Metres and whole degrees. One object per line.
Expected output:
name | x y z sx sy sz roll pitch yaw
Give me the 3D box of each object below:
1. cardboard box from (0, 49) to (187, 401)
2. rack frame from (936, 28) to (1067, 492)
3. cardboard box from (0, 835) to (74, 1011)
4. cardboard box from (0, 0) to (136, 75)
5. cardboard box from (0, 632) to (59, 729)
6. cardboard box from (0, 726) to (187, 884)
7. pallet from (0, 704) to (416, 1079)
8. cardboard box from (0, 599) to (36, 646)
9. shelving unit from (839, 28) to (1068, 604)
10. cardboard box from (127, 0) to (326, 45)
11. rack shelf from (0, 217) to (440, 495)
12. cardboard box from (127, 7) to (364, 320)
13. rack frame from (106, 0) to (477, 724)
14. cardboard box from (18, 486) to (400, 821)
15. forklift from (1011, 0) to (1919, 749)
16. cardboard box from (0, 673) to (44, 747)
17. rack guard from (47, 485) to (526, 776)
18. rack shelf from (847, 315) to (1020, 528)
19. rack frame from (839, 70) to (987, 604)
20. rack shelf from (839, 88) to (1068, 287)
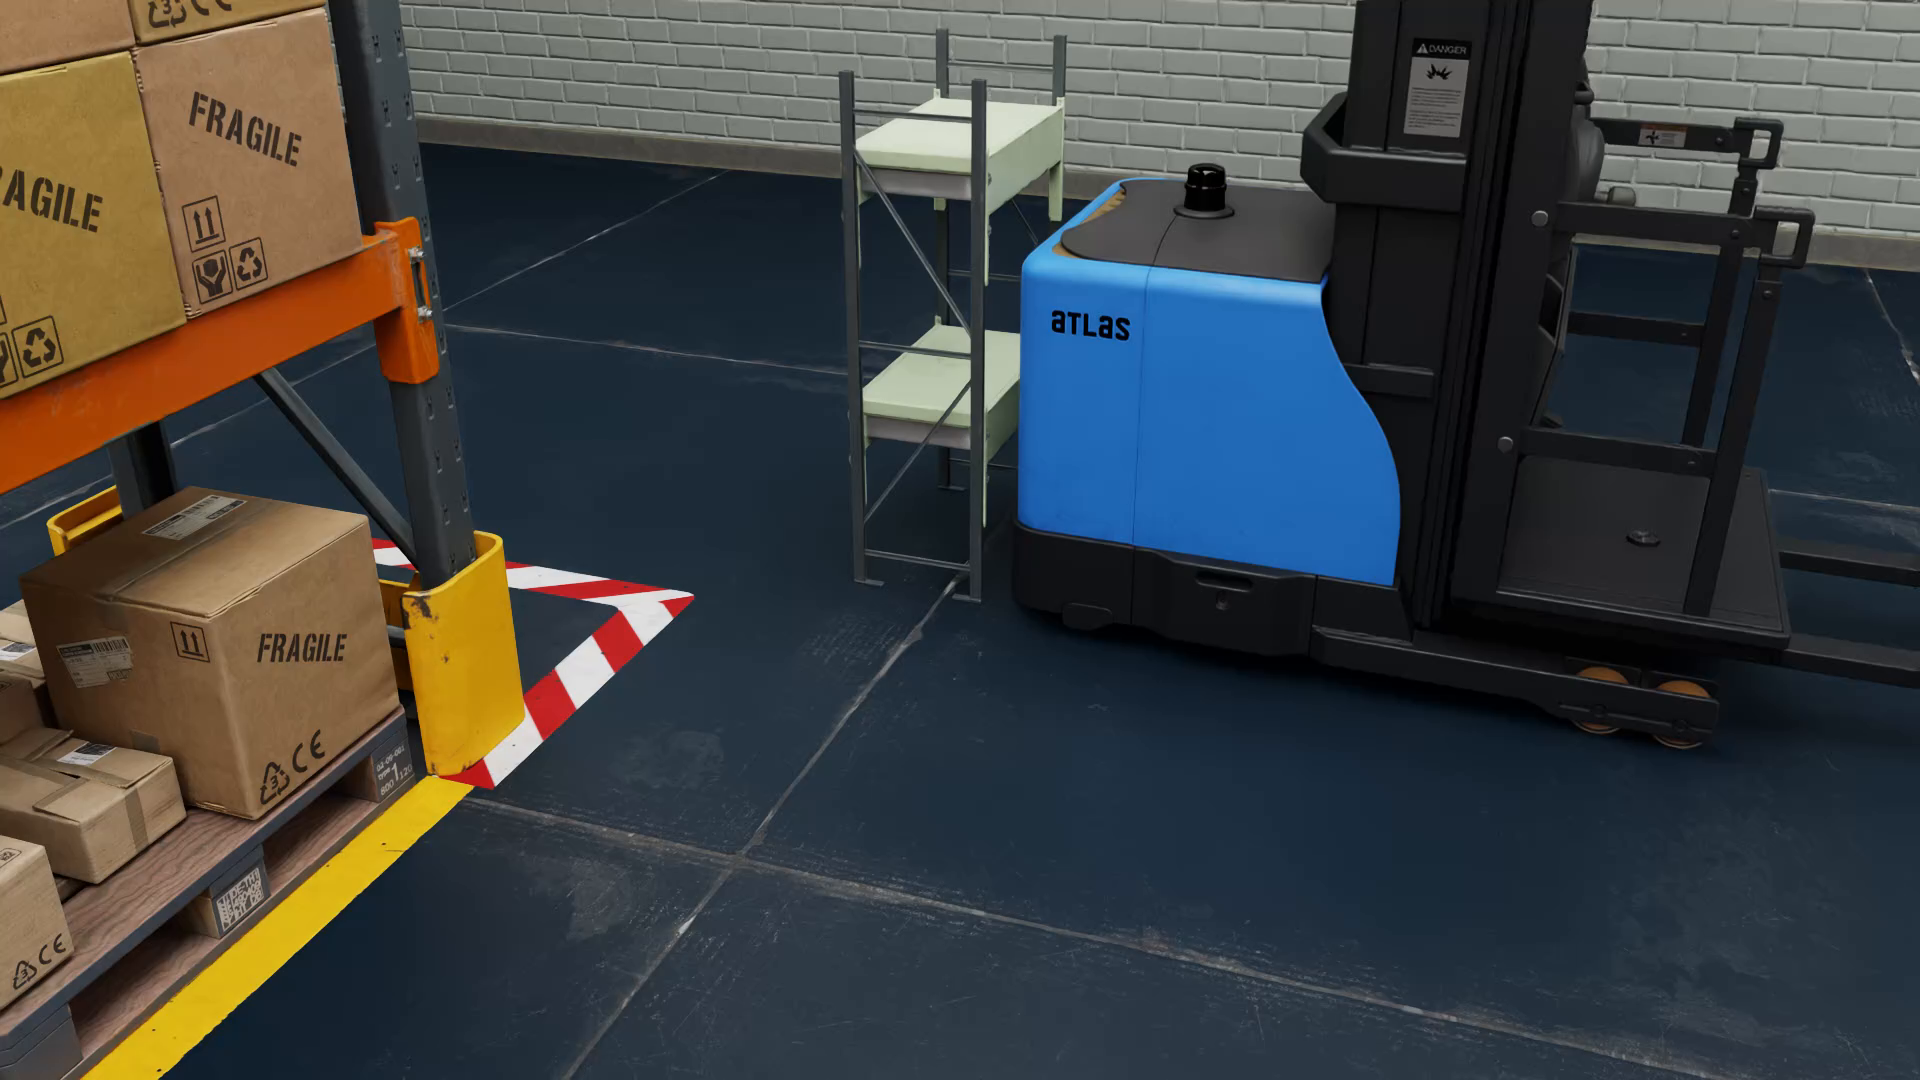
cardboard box | -1.751 -0.560 2.850 0.500 0.500 0.500 9 27 18
rack frame | 0.120 -0.823 5.228 0.400 1.500 0.023 9 27 17
cardboard box | -1.983 0.732 2.946 0.500 0.250 0.500 9 27 17
cardboard box | -1.746 -1.017 2.646 0.500 0.500 0.500 10 27 19
cardboard box | -2.236 0.350 3.832 0.380 0.166 0.250 9 27 17
cardboard box | -1.858 0.537 3.444 0.380 0.166 0.250 9 27 17
pallet | -1.979 0.662 3.641 1.003 0.211 1.213 9 27 17
cardboard box | -2.153 0.255 4.048 0.380 0.149 0.250 9 27 17
shelving unit | -0.002 -0.672 4.917 0.431 1.500 0.755 9 27 17
cardboard box | -1.579 -1.225 3.075 0.500 0.500 0.500 9 27 17
rack shelf | -2.355 0.193 2.234 1.077 0.370 4.000 9 27 17
cardboard box | -1.582 -0.774 3.291 0.500 0.500 0.500 10 27 19
rack frame | -1.690 -0.952 3.775 1.000 3.000 0.127 9 27 17
cardboard box | -1.638 0.234 3.688 0.500 0.500 0.500 9 27 17
forklift | 1.718 -1.058 4.072 3.031 2.935 1.130 9 27 18
cardboard box | -2.305 0.475 3.477 0.500 0.250 0.500 9 27 17
rack guard | -1.715 0.204 4.255 1.175 0.500 0.348 9 27 17
rack shelf | -0.002 -0.379 5.060 0.431 0.370 0.720 9 27 17
rack frame | -0.124 -0.522 4.607 0.400 1.500 0.023 9 27 17
rack shelf | -0.002 -1.024 4.747 0.431 0.370 0.720 9 27 17
